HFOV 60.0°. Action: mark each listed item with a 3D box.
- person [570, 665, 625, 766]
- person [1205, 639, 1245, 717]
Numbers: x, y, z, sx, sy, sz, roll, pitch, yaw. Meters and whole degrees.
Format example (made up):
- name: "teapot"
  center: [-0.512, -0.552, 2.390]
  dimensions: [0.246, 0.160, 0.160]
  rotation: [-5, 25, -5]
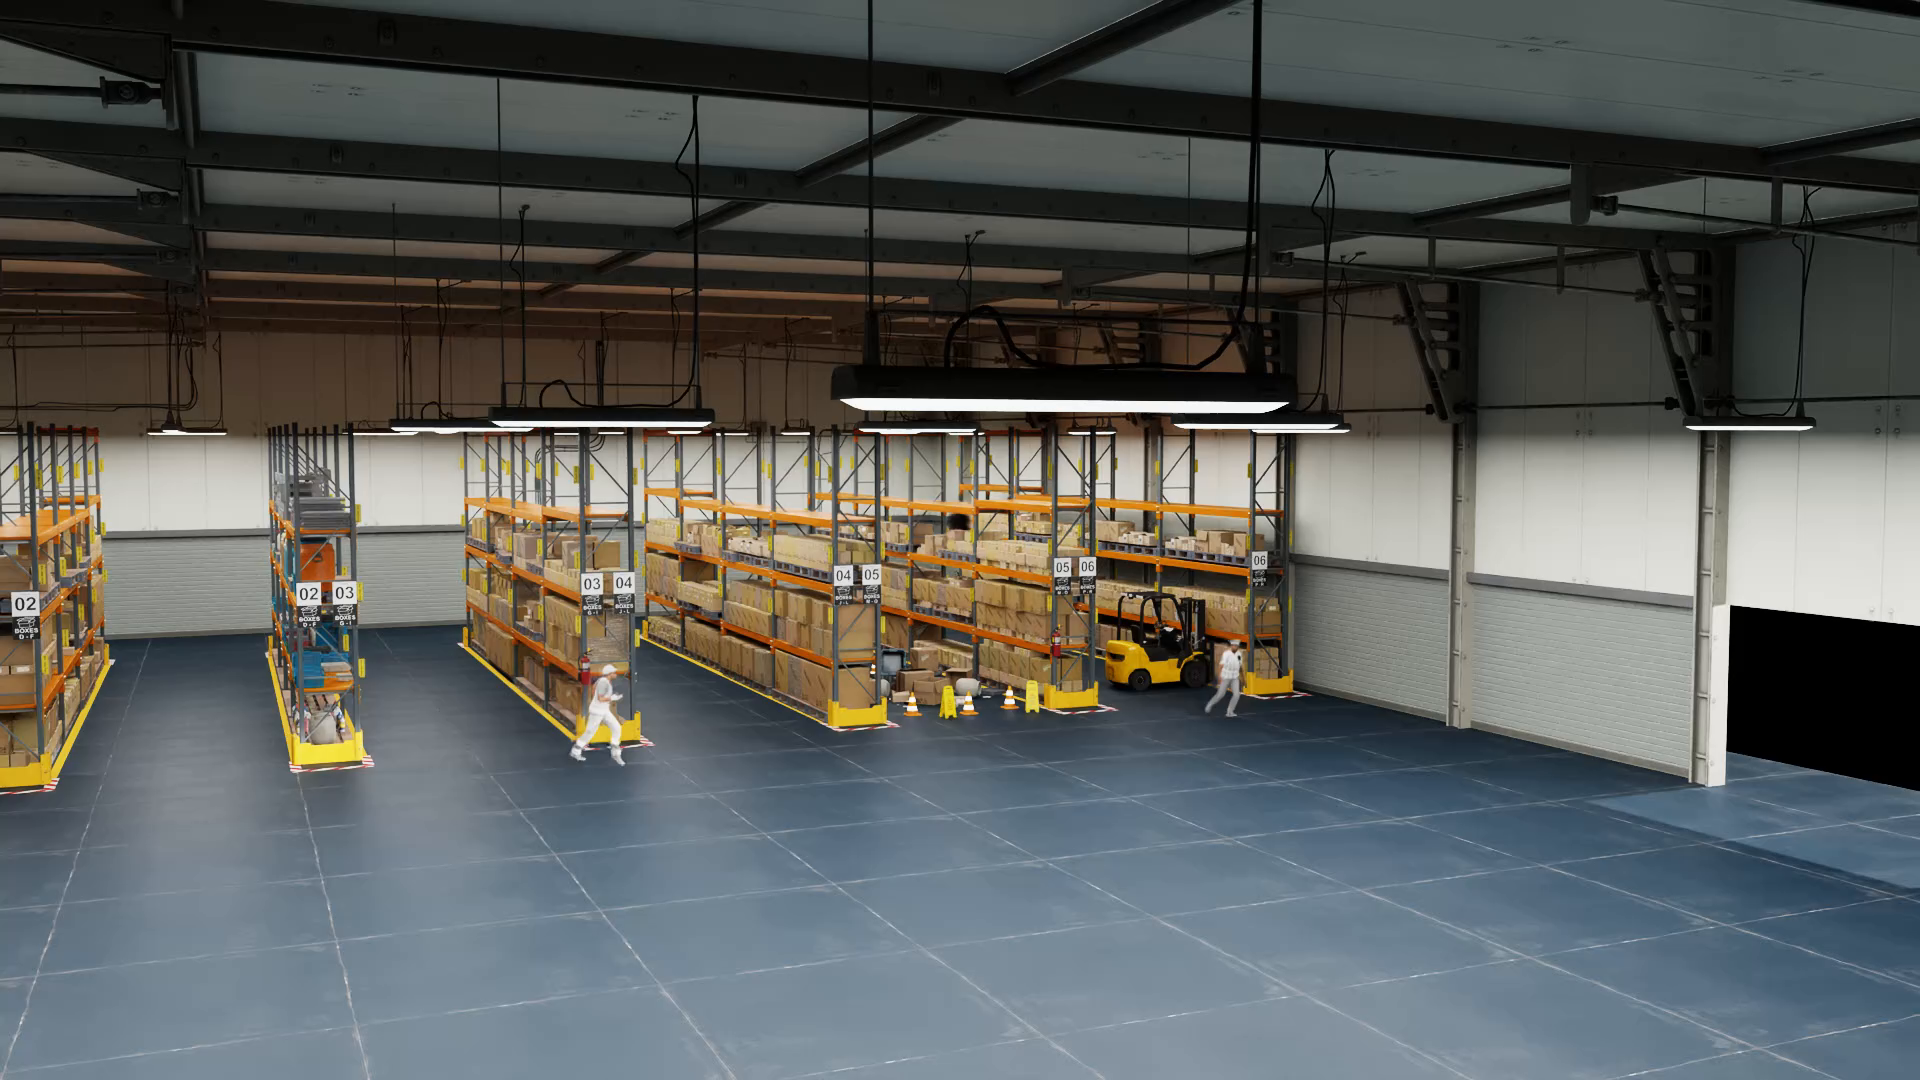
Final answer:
- name: "person"
  center: [-6.359, 3.072, 29.080]
  dimensions: [0.984, 1.791, 0.636]
  rotation: [1, 4, 9]
- name: "person"
  center: [5.463, 2.819, 34.240]
  dimensions: [0.694, 1.615, 0.650]
  rotation: [-1, 4, -23]
